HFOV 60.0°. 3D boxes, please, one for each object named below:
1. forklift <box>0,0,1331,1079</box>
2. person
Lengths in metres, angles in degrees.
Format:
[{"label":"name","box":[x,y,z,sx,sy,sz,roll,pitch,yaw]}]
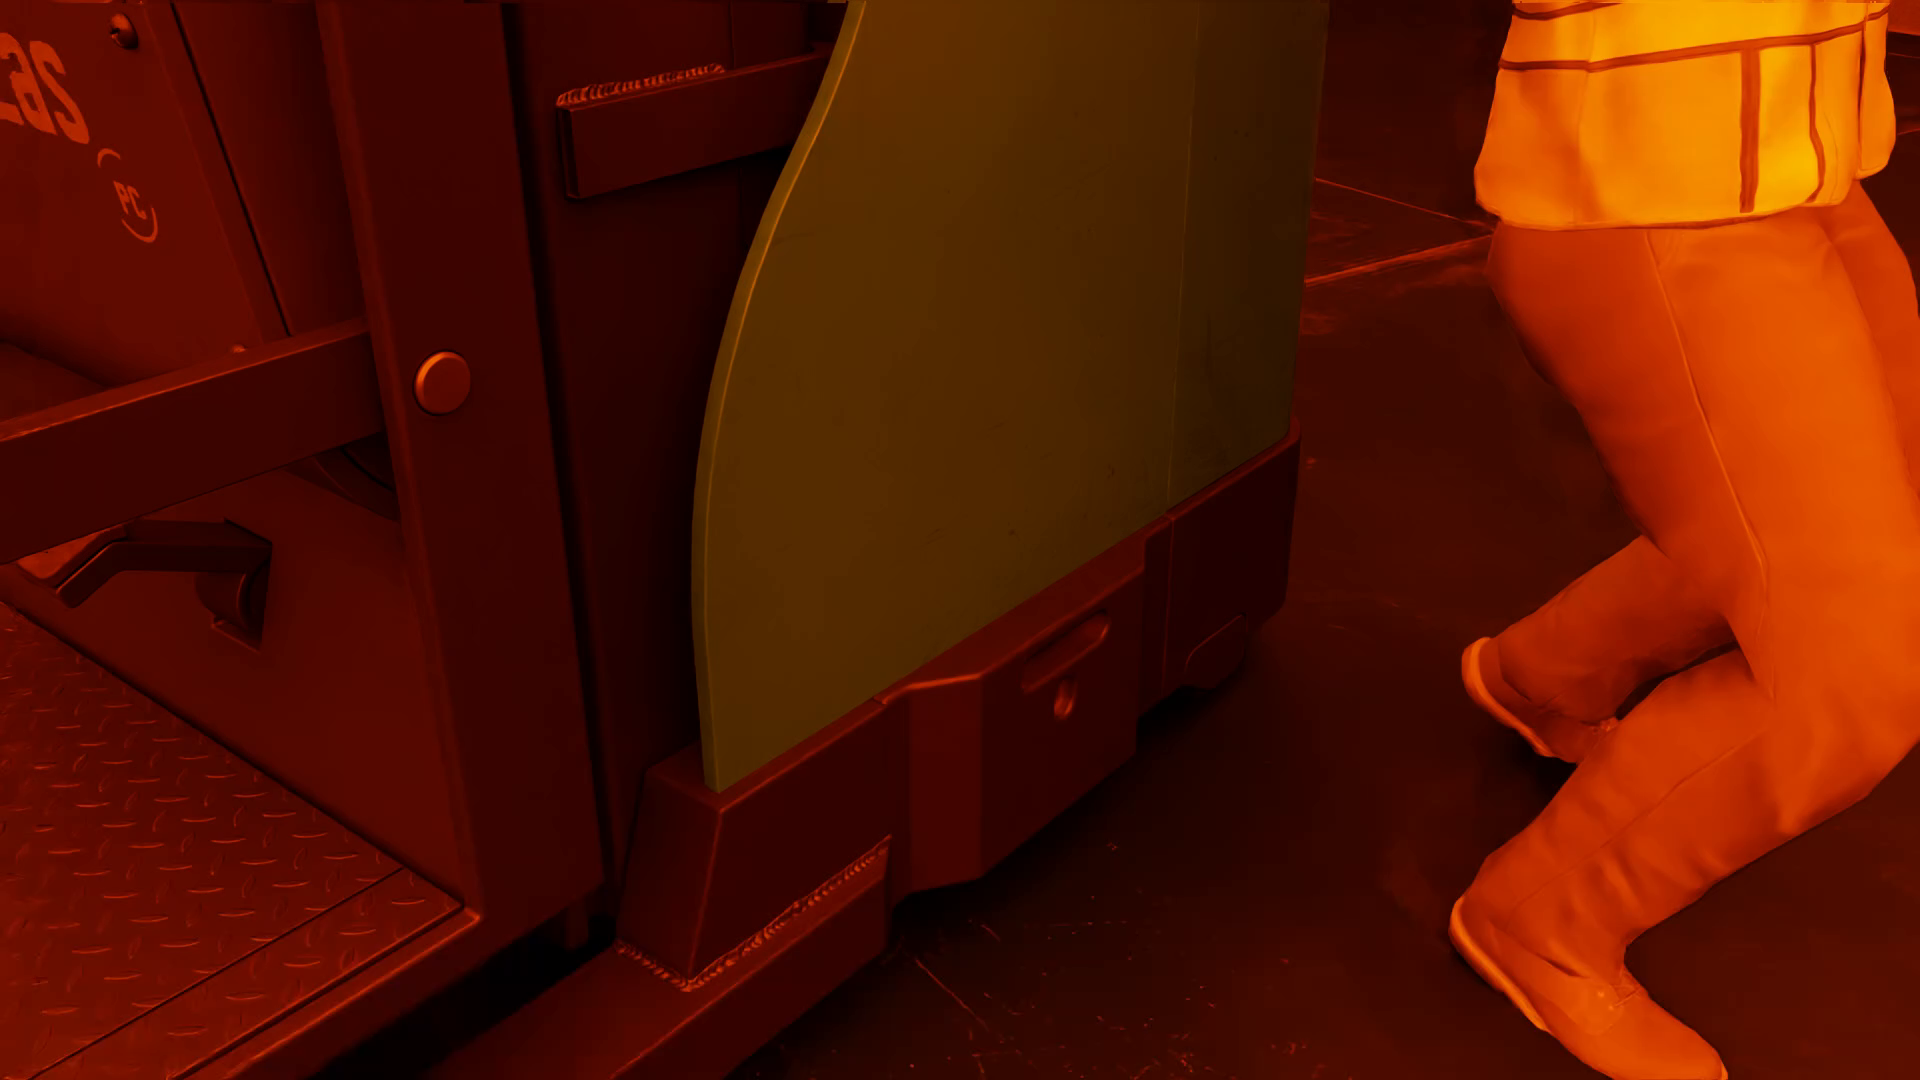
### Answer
[{"label":"forklift","box":[-0.883,-0.805,0.835,1.130,2.935,3.031,20,33,34]},{"label":"person","box":[0.735,-0.269,1.441,0.751,1.596,1.016,20,33,34]}]
